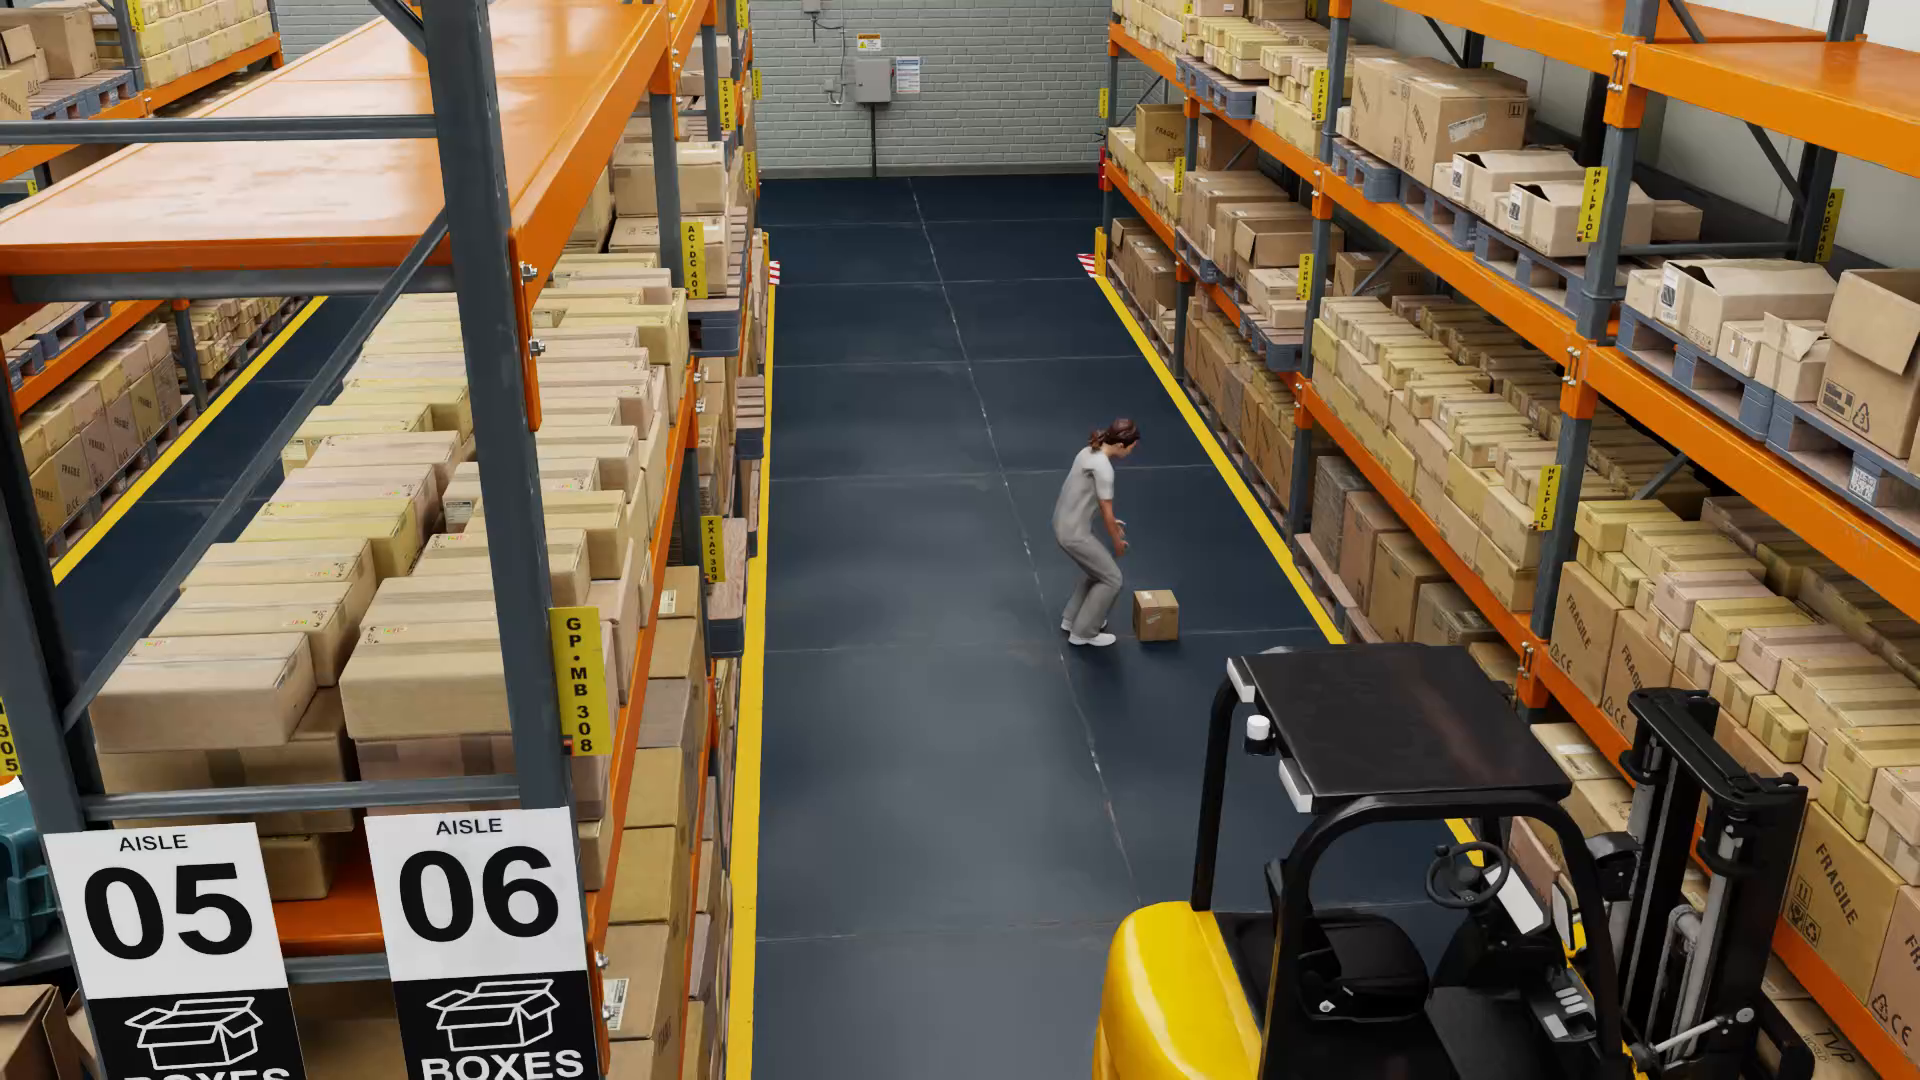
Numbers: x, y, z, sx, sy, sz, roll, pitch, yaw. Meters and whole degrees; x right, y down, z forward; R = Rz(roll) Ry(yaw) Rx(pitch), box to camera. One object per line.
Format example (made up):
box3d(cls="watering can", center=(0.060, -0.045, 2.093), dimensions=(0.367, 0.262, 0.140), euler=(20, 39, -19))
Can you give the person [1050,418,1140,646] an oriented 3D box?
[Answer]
box3d(cls="person", center=(0.859, -0.067, 10.699), dimensions=(0.553, 1.493, 0.486), euler=(-2, 24, -5))
